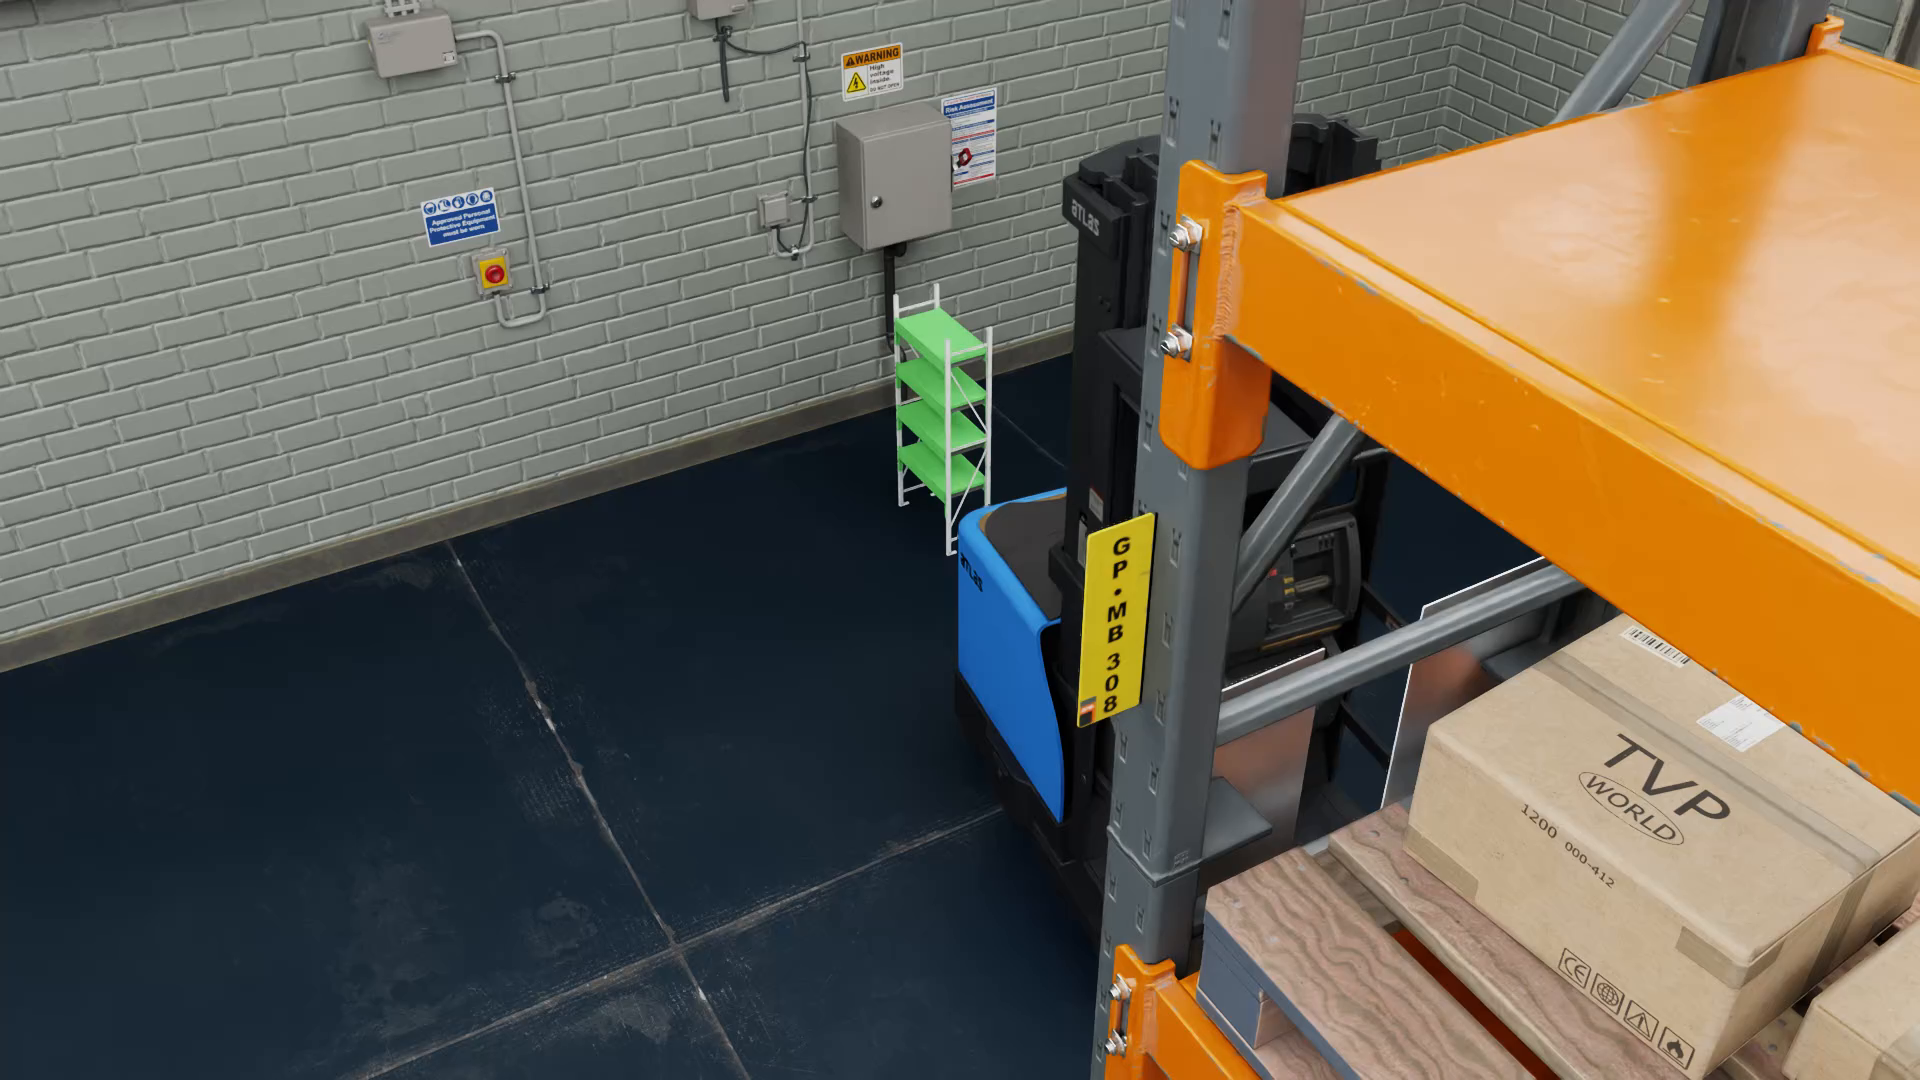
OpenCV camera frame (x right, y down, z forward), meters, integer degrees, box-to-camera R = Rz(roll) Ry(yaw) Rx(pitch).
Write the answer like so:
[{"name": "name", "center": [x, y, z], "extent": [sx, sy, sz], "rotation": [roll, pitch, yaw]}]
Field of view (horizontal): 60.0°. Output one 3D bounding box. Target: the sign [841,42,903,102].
[{"name": "sign", "center": [-0.428, -2.293, 8.146], "extent": [0.339, 0.242, 0.001], "rotation": [-19, 40, -24]}]

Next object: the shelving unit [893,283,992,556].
[{"name": "shelving unit", "center": [-0.083, -0.569, 8.012], "extent": [0.258, 1.200, 0.503], "rotation": [-19, 40, -24]}]

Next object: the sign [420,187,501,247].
[{"name": "sign", "center": [-2.238, -1.448, 7.461], "extent": [0.327, 0.218, 0.001], "rotation": [-19, 40, -24]}]

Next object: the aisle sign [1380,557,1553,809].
[{"name": "aisle sign", "center": [0.919, 0.368, 2.999], "extent": [0.394, 0.787, 0.004], "rotation": [-19, 40, -24]}]

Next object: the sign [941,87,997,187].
[{"name": "sign", "center": [0.047, -2.084, 8.641], "extent": [0.329, 0.494, 0.001], "rotation": [-19, 40, -24]}]

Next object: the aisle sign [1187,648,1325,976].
[{"name": "aisle sign", "center": [0.401, 0.546, 2.756], "extent": [0.394, 0.787, 0.004], "rotation": [-19, 40, -24]}]

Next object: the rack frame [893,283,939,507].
[{"name": "rack frame", "center": [-0.206, -0.693, 8.182], "extent": [0.240, 1.200, 0.015], "rotation": [-19, 40, -24]}]

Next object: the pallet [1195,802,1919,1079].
[{"name": "pallet", "center": [1.069, 0.746, 2.217], "extent": [1.003, 0.211, 1.213], "rotation": [-19, 40, -24]}]

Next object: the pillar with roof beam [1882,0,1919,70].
[{"name": "pillar with roof beam", "center": [0.680, -2.716, 4.339], "extent": [9.100, 9.000, 0.400], "rotation": [-19, 40, -24]}]

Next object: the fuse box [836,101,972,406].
[{"name": "fuse box", "center": [-0.276, -1.350, 8.648], "extent": [0.539, 1.711, 0.414], "rotation": [-19, 40, -24]}]

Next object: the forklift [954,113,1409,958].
[{"name": "forklift", "center": [1.021, 0.262, 5.406], "extent": [1.130, 2.935, 3.031], "rotation": [-14, 38, -19]}]

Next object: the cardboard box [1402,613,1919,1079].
[{"name": "cardboard box", "center": [0.991, 0.388, 2.318], "extent": [0.500, 0.250, 0.500], "rotation": [-23, 42, -28]}]

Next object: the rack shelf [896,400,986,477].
[{"name": "rack shelf", "center": [-0.083, -0.517, 8.049], "extent": [0.258, 0.148, 0.480], "rotation": [-19, 40, -24]}]

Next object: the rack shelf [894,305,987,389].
[{"name": "rack shelf", "center": [-0.083, -0.905, 7.766], "extent": [0.258, 0.148, 0.480], "rotation": [-19, 40, -24]}]

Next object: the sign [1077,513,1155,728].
[{"name": "sign", "center": [0.205, 0.111, 2.203], "extent": [0.100, 0.325, 0.005], "rotation": [-19, 40, -24]}]

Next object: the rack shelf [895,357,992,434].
[{"name": "rack shelf", "center": [-0.083, -0.711, 7.908], "extent": [0.258, 0.148, 0.480], "rotation": [-19, 40, -24]}]

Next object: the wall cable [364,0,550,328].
[{"name": "wall cable", "center": [-2.166, -1.745, 7.209], "extent": [0.585, 1.953, 0.123], "rotation": [-19, 40, -24]}]

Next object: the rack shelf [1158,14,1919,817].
[{"name": "rack shelf", "center": [1.692, 0.596, 0.754], "extent": [1.077, 0.370, 4.000], "rotation": [-19, 40, -24]}]

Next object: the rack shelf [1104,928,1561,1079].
[{"name": "rack shelf", "center": [1.692, 1.645, 1.521], "extent": [1.077, 0.370, 4.000], "rotation": [-19, 40, -24]}]

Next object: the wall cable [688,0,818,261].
[{"name": "wall cable", "center": [-0.945, -2.159, 7.801], "extent": [0.588, 1.984, 0.122], "rotation": [-19, 40, -24]}]

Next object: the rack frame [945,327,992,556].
[{"name": "rack frame", "center": [0.039, -0.445, 7.841], "extent": [0.240, 1.200, 0.015], "rotation": [-19, 40, -24]}]

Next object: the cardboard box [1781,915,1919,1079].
[{"name": "cardboard box", "center": [1.271, 0.619, 2.088], "extent": [0.380, 0.149, 0.250], "rotation": [-22, 42, -27]}]

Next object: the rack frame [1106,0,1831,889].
[{"name": "rack frame", "center": [0.688, -0.876, 1.820], "extent": [1.000, 3.000, 0.127], "rotation": [-19, 40, -24]}]

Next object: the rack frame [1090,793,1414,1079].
[{"name": "rack frame", "center": [0.688, 1.546, 3.590], "extent": [1.000, 3.000, 0.127], "rotation": [-19, 40, -24]}]

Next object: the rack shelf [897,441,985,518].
[{"name": "rack shelf", "center": [-0.083, -0.324, 8.191], "extent": [0.258, 0.148, 0.480], "rotation": [-19, 40, -24]}]
